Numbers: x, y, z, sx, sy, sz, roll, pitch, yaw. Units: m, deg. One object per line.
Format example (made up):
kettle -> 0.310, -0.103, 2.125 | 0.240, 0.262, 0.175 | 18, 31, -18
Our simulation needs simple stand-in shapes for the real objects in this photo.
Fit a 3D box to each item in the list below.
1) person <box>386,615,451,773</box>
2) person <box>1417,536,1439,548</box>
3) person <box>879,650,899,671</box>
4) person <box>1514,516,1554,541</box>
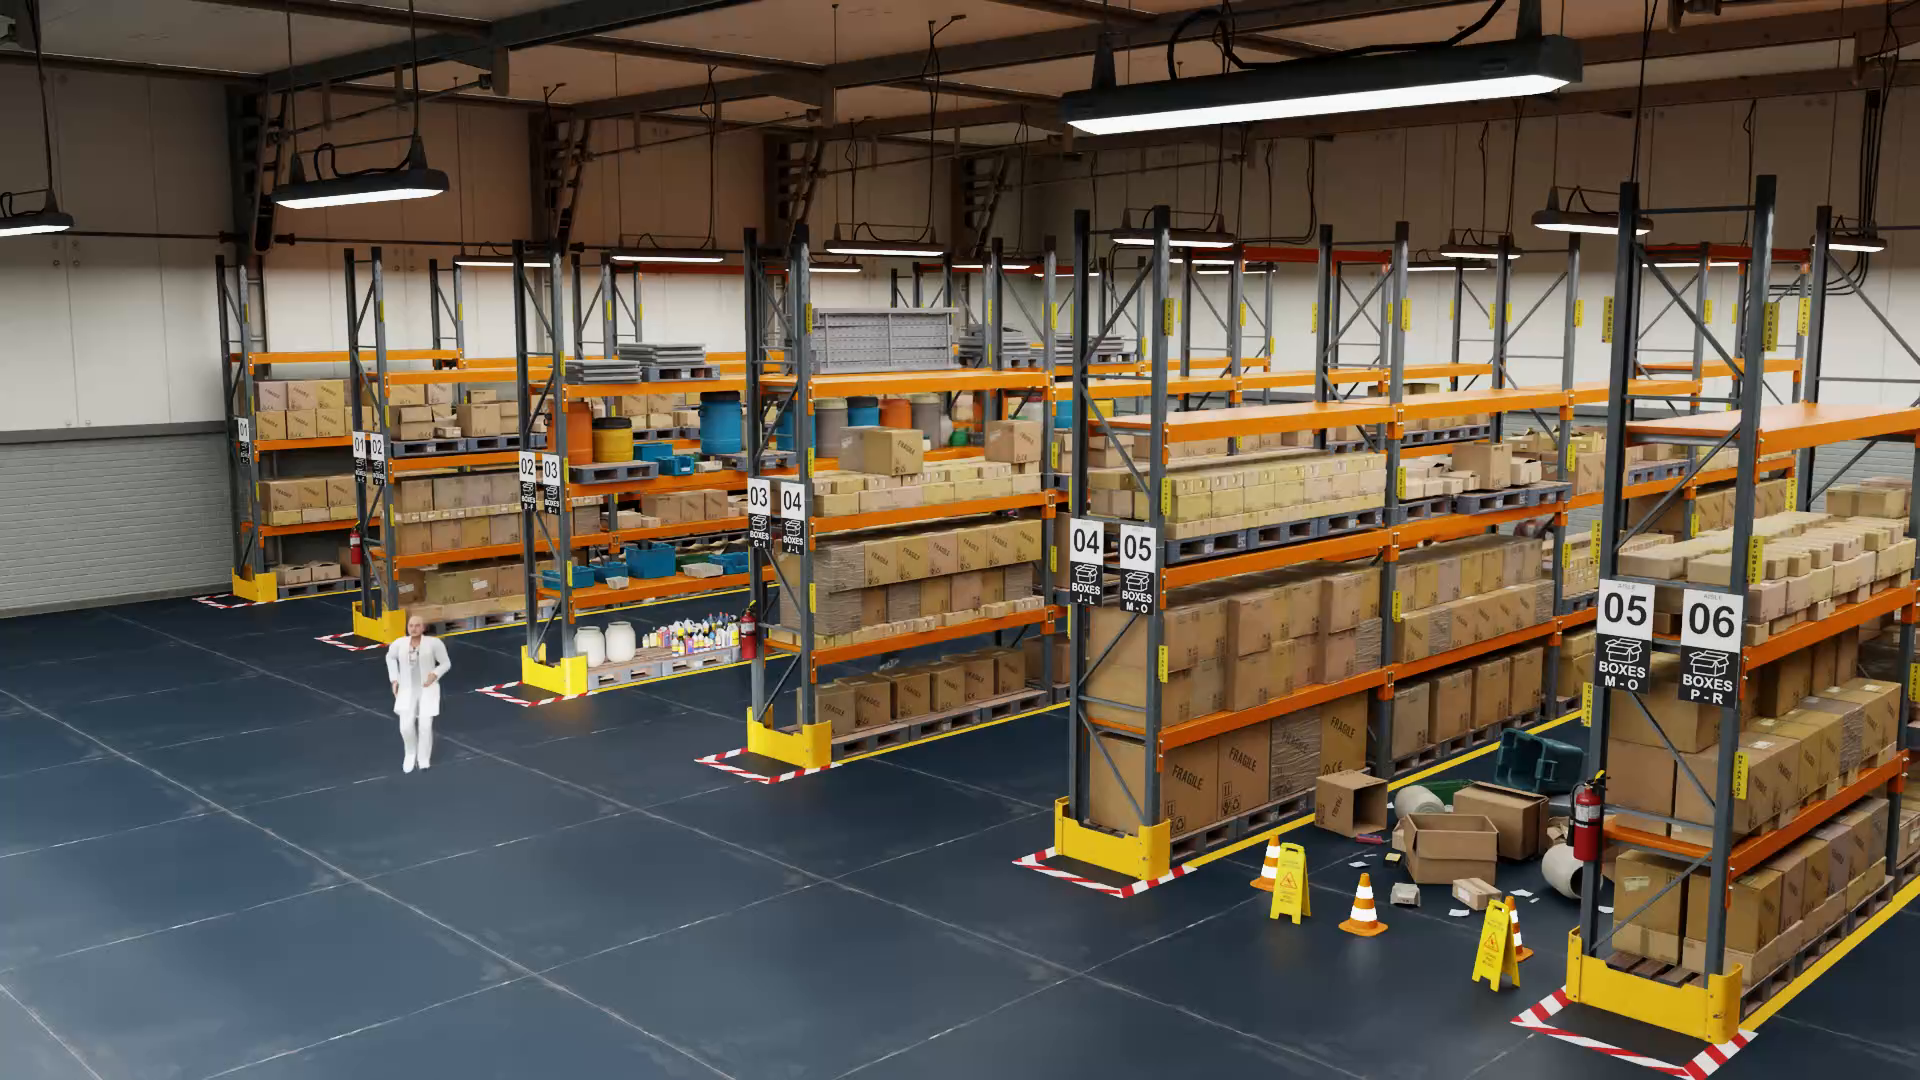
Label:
person -> -5.980, 1.708, 18.365 | 0.709, 1.767, 0.714 | -2, 8, -12
person -> 7.323, 0.666, 25.830 | 0.664, 1.838, 0.886 | 8, 11, 43
person -> -1.019, 1.014, 22.455 | 0.514, 1.634, 0.660 | 6, 10, 36
person -> 9.717, 0.322, 28.130 | 0.641, 1.808, 0.790 | 8, 11, 43
